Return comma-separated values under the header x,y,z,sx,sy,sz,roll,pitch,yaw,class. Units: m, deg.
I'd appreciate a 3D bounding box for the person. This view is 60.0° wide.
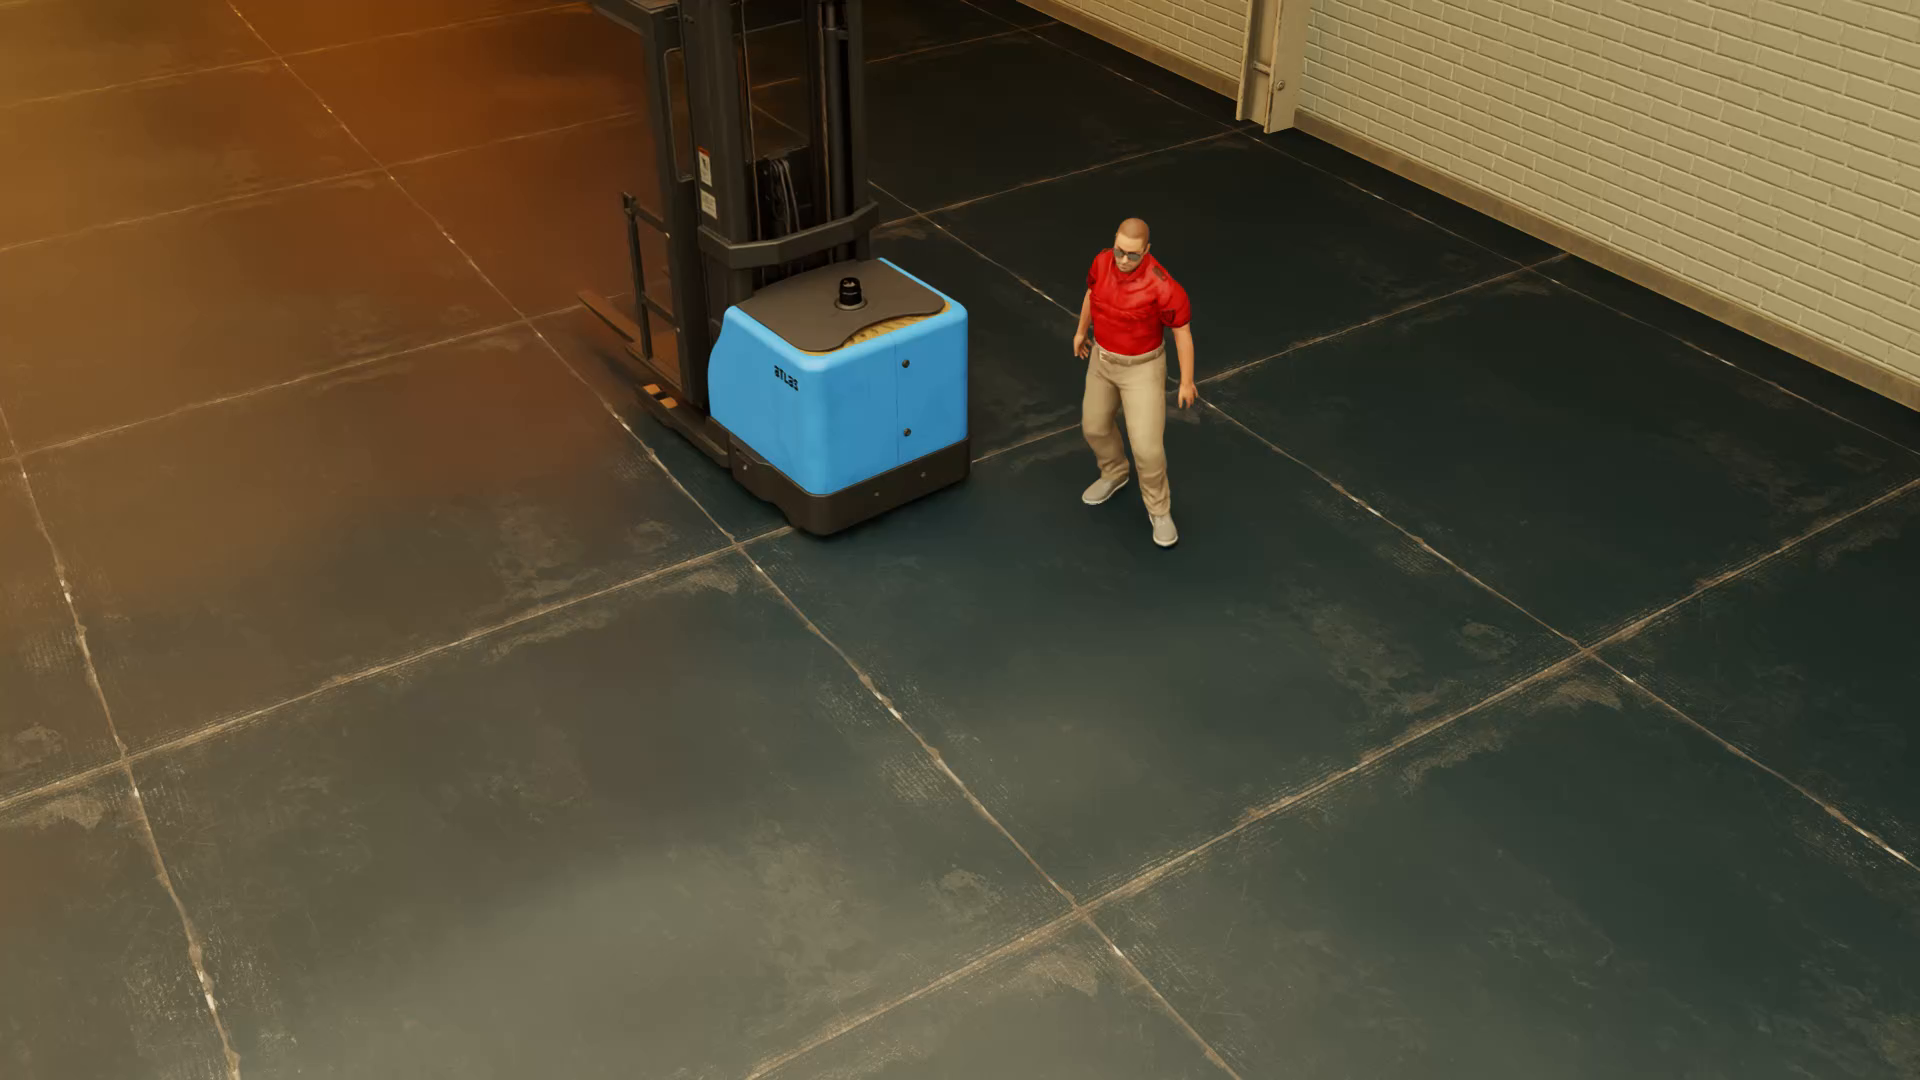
x,y,z,sx,sy,sz,roll,pitch,yaw,class
0.879,-0.874,8.479,0.878,1.700,0.405,29,44,34,person

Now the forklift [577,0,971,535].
x,y,z,sx,sy,sz,roll,pitch,yaw,class
-1.241,-2.014,9.014,1.130,2.935,3.031,-24,42,-30,forklift
